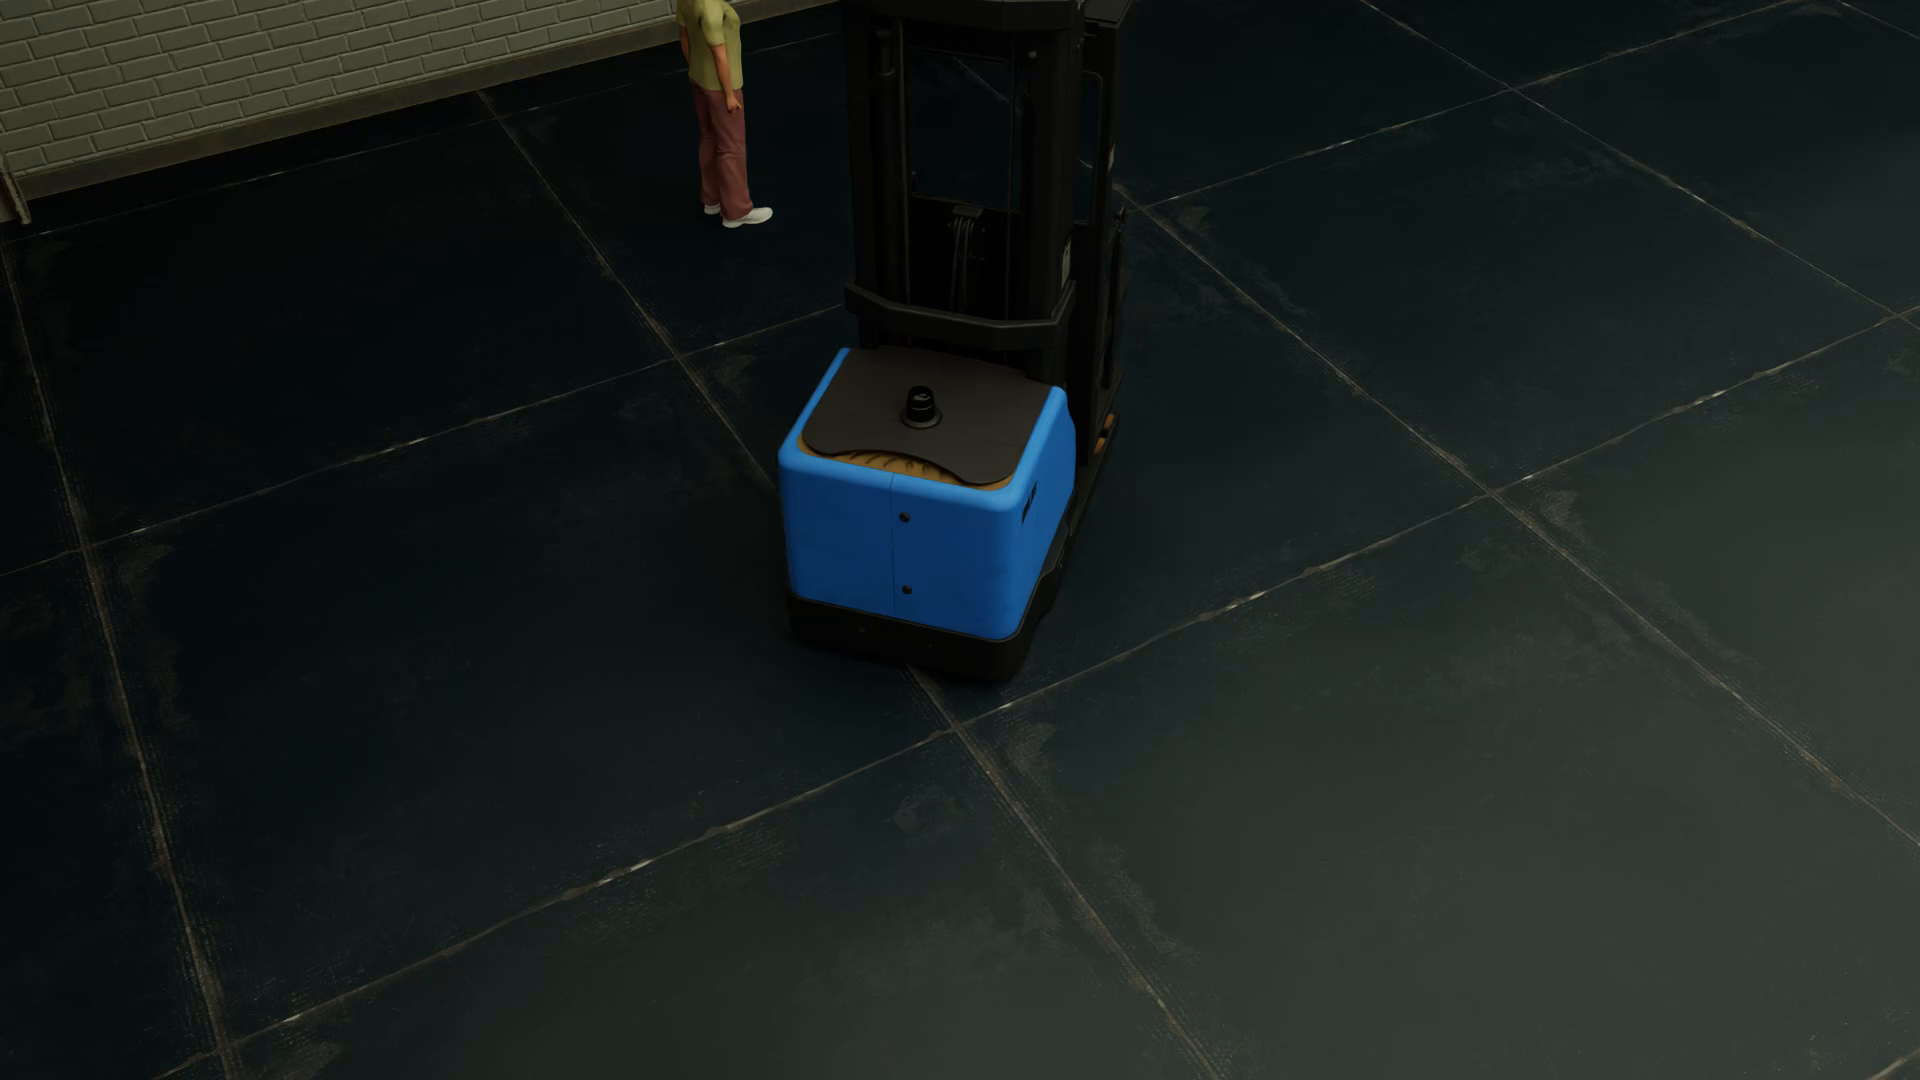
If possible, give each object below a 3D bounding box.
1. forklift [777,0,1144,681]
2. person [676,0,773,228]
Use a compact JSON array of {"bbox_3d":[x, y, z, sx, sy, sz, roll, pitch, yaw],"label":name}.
[{"bbox_3d":[0.170,-1.492,7.306,1.130,2.935,3.031,12,44,13],"label":"forklift"},{"bbox_3d":[-1.370,-2.576,9.401,0.369,1.673,0.436,-26,49,-25],"label":"person"}]
